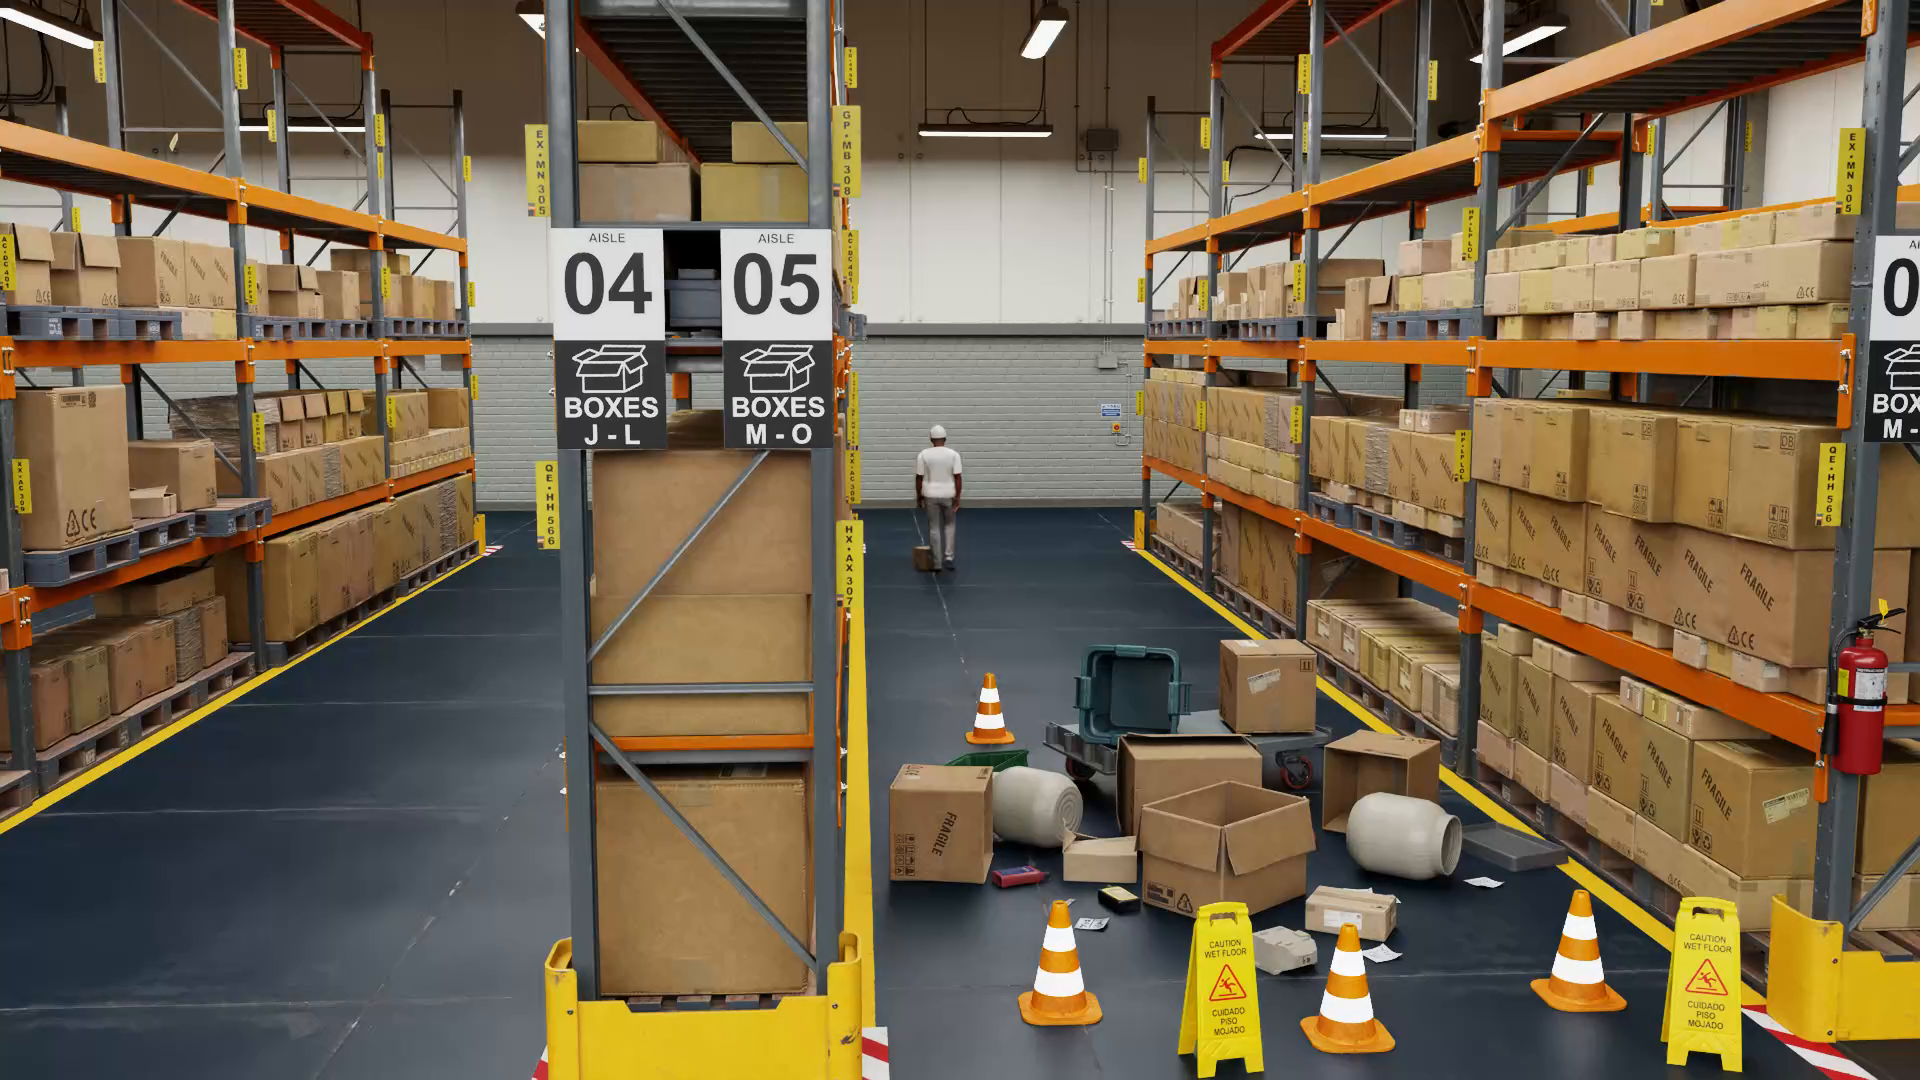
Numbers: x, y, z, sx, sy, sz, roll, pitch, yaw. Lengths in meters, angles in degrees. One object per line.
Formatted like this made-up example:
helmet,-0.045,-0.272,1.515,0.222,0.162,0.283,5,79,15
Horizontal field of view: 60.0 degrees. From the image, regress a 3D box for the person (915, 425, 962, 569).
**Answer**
person,-0.267,-0.499,20.415,0.567,1.829,0.513,0,7,-4
